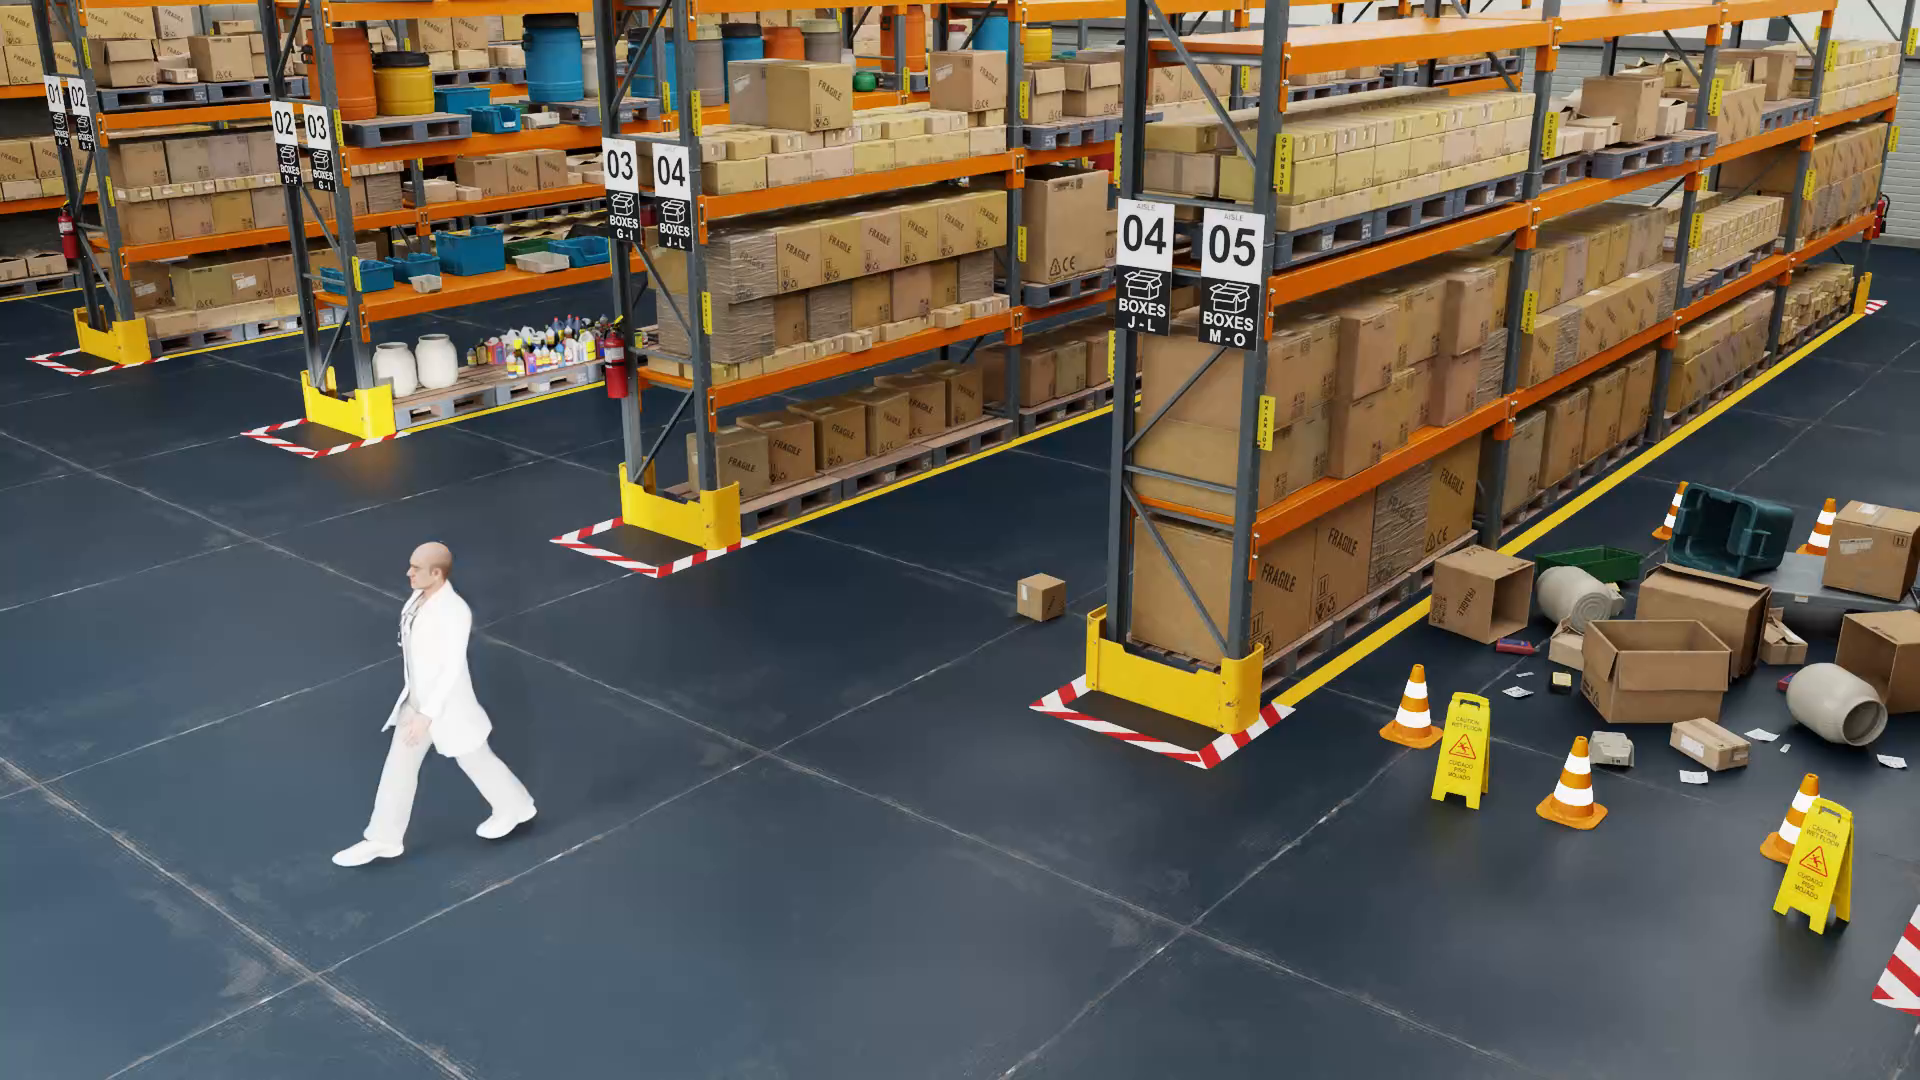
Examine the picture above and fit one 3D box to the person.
[{"bbox_3d":[-2.795,0.880,8.712,1.083,1.670,0.587,-17,26,-40],"label":"person"}]
